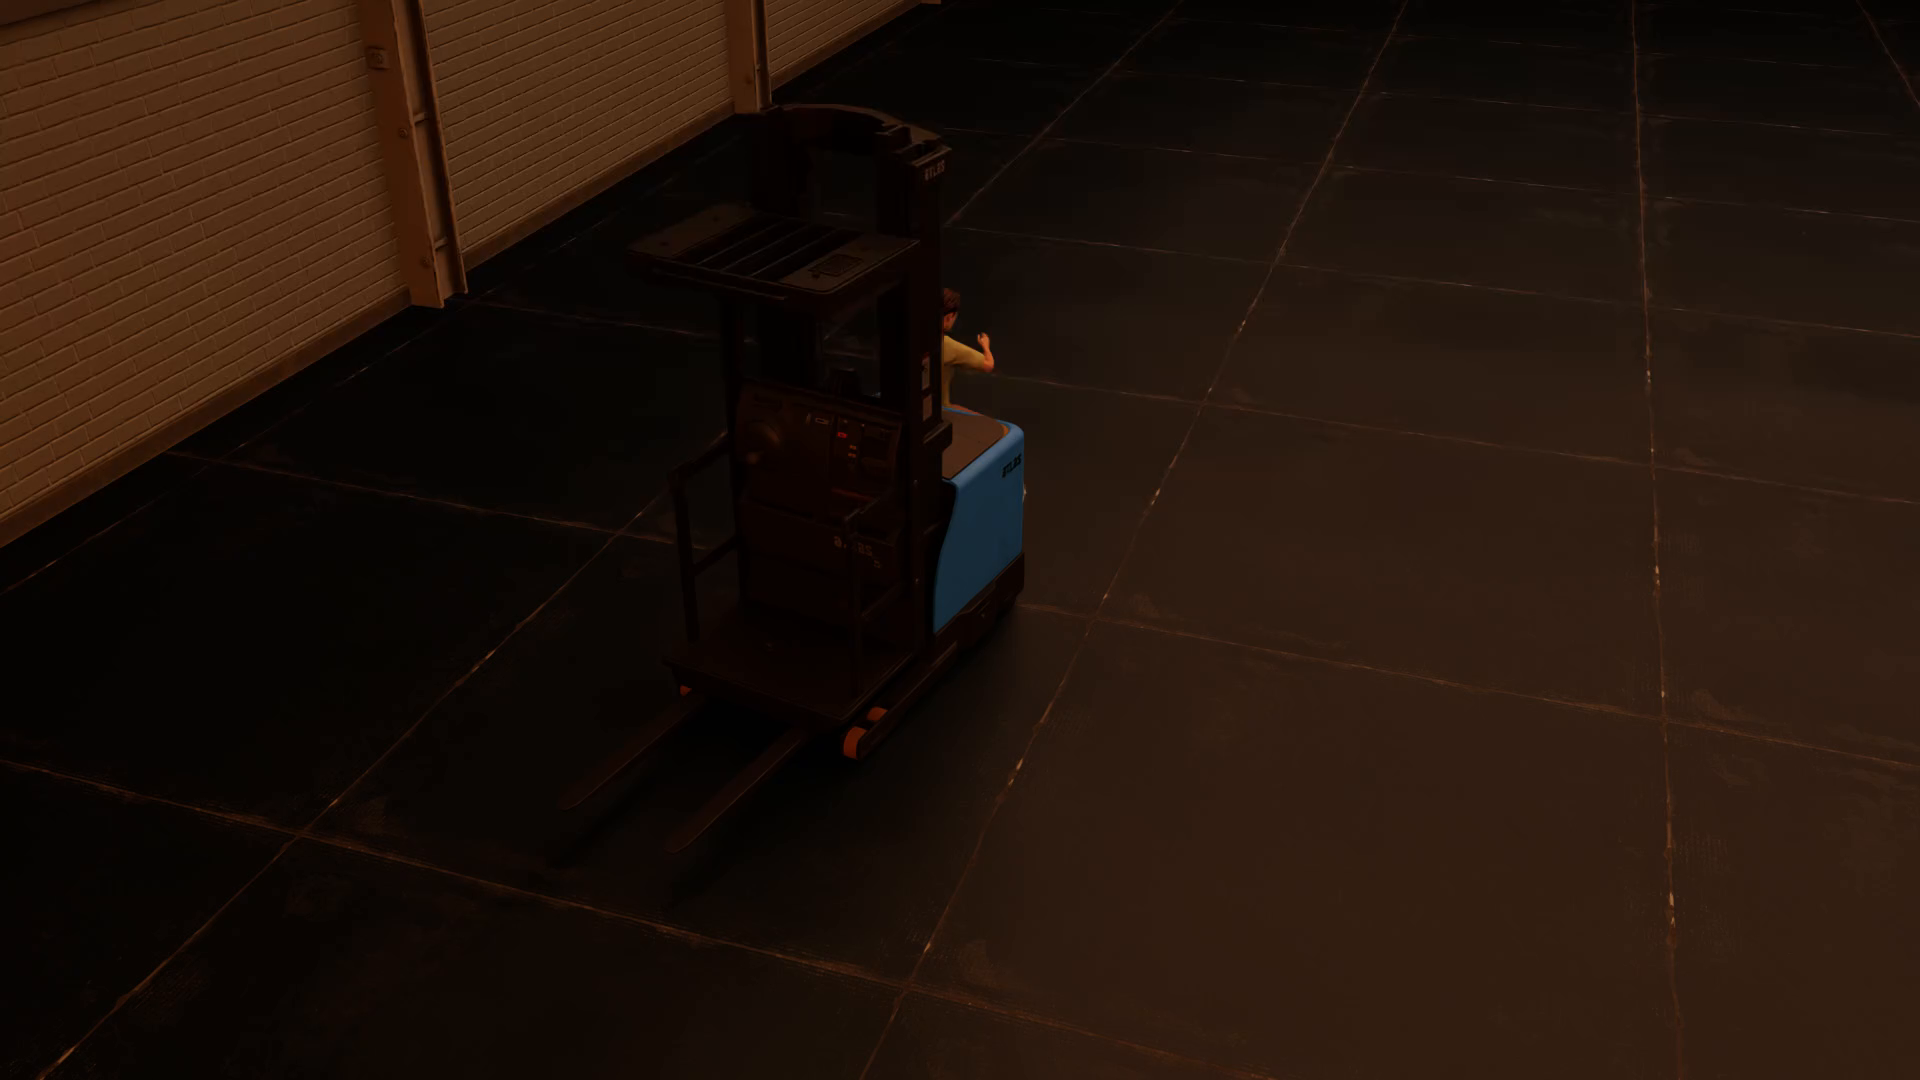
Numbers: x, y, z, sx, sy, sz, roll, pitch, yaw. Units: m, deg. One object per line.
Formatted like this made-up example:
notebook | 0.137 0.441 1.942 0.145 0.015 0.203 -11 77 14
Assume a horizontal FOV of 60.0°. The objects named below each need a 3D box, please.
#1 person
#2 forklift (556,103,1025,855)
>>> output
person | -0.084 -0.906 10.239 0.958 1.430 0.669 16 33 25
forklift | -0.797 -0.445 7.917 1.130 2.935 3.031 16 33 25
